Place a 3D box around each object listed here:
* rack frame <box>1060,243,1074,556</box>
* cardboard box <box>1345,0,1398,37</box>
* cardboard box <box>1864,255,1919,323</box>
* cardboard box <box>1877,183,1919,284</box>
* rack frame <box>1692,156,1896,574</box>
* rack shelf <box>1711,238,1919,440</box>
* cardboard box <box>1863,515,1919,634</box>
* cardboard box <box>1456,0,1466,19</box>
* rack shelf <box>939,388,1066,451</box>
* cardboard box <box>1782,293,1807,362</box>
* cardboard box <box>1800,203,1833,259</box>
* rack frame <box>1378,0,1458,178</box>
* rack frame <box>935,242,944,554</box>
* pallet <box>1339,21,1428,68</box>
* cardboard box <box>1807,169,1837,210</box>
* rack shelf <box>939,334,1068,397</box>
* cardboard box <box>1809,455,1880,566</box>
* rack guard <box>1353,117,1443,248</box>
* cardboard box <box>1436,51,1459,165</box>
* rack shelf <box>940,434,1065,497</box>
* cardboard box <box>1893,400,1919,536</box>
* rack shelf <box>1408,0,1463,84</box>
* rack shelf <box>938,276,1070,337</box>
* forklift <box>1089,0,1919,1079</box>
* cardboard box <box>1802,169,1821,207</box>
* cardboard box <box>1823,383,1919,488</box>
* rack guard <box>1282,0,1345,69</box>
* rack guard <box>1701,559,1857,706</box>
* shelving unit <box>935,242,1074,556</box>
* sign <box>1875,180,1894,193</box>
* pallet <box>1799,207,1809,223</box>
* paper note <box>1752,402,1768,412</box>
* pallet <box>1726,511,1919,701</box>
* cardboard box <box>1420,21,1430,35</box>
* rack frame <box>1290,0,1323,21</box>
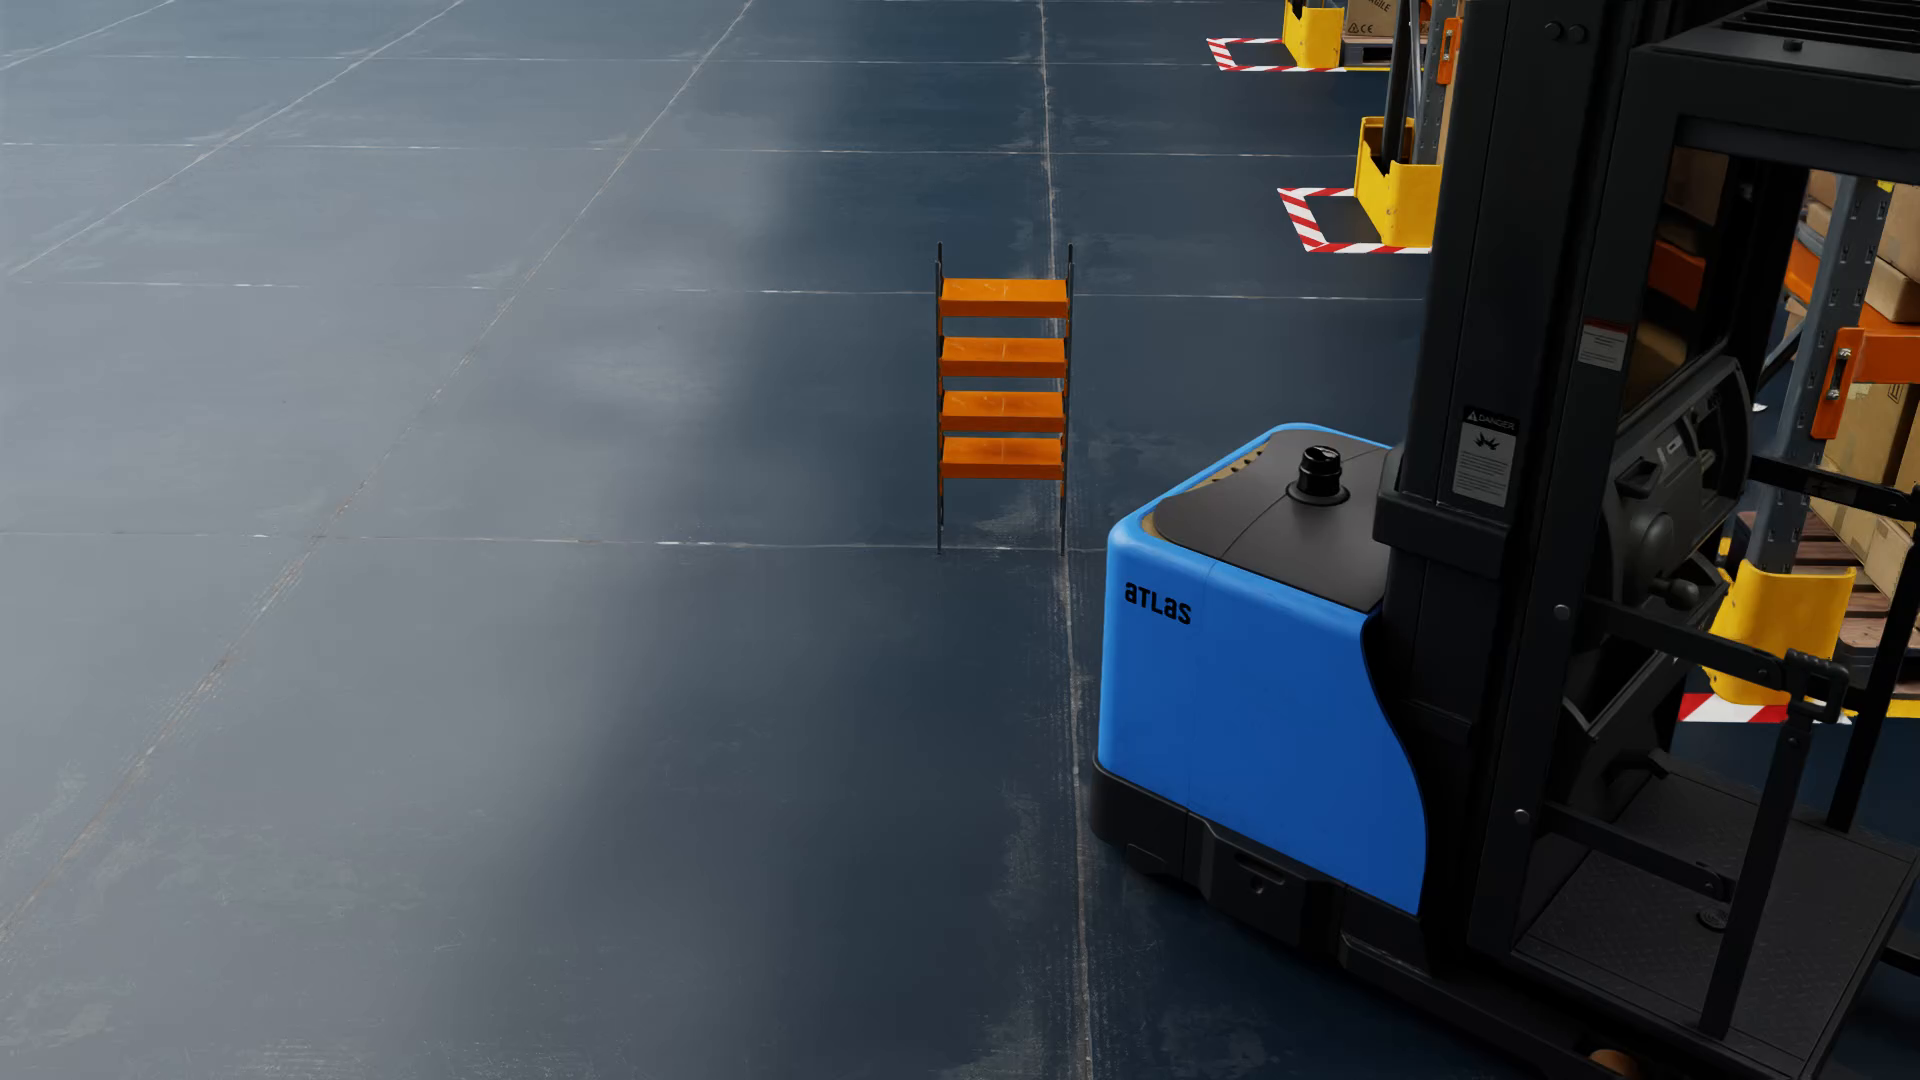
[{"bbox_3d":[0.409,-0.523,6.394,0.015,1.200,0.240,1,28,2],"label":"rack frame"},{"bbox_3d":[3.678,-4.741,14.650,0.500,0.500,0.500,6,29,11],"label":"cardboard box"},{"bbox_3d":[3.037,-0.826,5.313,0.250,0.149,0.380,1,28,2],"label":"cardboard box"},{"bbox_3d":[3.168,-1.078,5.094,0.500,0.500,0.500,1,28,1],"label":"cardboard box"},{"bbox_3d":[2.705,-1.040,5.447,0.127,3.000,1.000,1,28,2],"label":"rack frame"},{"bbox_3d":[4.703,-0.689,5.553,4.000,0.370,1.077,1,28,2],"label":"rack shelf"},{"bbox_3d":[3.501,0.132,5.723,0.500,0.250,0.500,1,28,1],"label":"cardboard box"},{"bbox_3d":[3.151,-3.440,9.814,0.550,0.550,0.875,1,28,2],"label":"cardboard box"},{"bbox_3d":[0.165,-0.468,6.433,0.480,0.148,0.258,1,28,2],"label":"rack shelf"},{"bbox_3d":[4.549,-1.093,8.212,0.637,0.503,0.797,-20,34,-33],"label":"cardboard box"},{"bbox_3d":[3.086,-1.023,5.683,0.250,0.149,0.380,2,28,4],"label":"cardboard box"},{"bbox_3d":[2.778,-3.359,9.821,0.127,3.000,1.000,1,28,2],"label":"rack frame"},{"bbox_3d":[-0.078,-0.531,6.410,0.015,1.200,0.240,1,28,2],"label":"rack frame"},{"bbox_3d":[3.941,-4.415,14.792,1.213,0.211,1.003,1,28,2],"label":"pallet"},{"bbox_3d":[3.257,-1.335,5.580,0.500,0.500,0.500,0,28,1],"label":"cardboard box"},{"bbox_3d":[0.165,-0.666,6.329,0.480,0.148,0.258,1,28,2],"label":"rack shelf"},{"bbox_3d":[3.546,-0.123,6.204,0.500,0.250,0.500,1,28,2],"label":"cardboard box"},{"bbox_3d":[2.754,-2.254,10.407,0.348,0.500,1.175,1,28,2],"label":"rack guard"},{"bbox_3d":[3.458,-2.625,10.258,0.875,0.875,0.875,1,28,2],"label":"cardboard box"},{"bbox_3d":[0.165,-0.293,6.526,0.480,0.148,0.258,1,28,2],"label":"rack shelf"},{"bbox_3d":[3.525,-0.199,5.548,0.500,0.500,0.500,0,28,0],"label":"cardboard box"},{"bbox_3d":[4.777,-3.008,9.927,4.000,0.370,1.077,1,28,2],"label":"rack shelf"},{"bbox_3d":[0.165,-0.875,6.218,0.480,0.148,0.258,1,28,2],"label":"rack shelf"},{"bbox_3d":[1.835,-0.109,3.765,3.031,2.935,1.130,22,35,35],"label":"forklift"},{"bbox_3d":[5.249,-2.595,10.202,0.875,0.875,0.875,1,28,2],"label":"cardboard box"},{"bbox_3d":[3.514,-0.451,6.022,0.500,0.500,0.500,1,28,2],"label":"cardboard box"},{"bbox_3d":[3.130,-4.573,14.781,0.348,0.500,1.175,1,28,2],"label":"rack guard"},{"bbox_3d":[2.781,0.066,6.030,0.348,0.500,1.175,1,28,2],"label":"rack guard"},{"bbox_3d":[0.165,-0.527,6.402,0.503,1.200,0.258,1,28,2],"label":"shelving unit"},{"bbox_3d":[2.686,-1.168,4.765,0.005,0.325,0.100,1,28,2],"label":"sign"},{"bbox_3d":[4.796,-2.128,10.478,1.213,0.211,1.003,1,28,2],"label":"pallet"},{"bbox_3d":[3.720,-0.644,7.871,0.142,0.019,0.148,-9,29,-16],"label":"paper note"},{"bbox_3d":[3.591,0.223,6.041,1.213,0.211,1.003,1,28,2],"label":"pallet"},{"bbox_3d":[4.276,-4.748,14.662,0.500,0.500,0.500,8,29,15],"label":"cardboard box"},{"bbox_3d":[3.054,-5.678,14.197,0.127,3.000,1.000,1,28,2],"label":"rack frame"}]
